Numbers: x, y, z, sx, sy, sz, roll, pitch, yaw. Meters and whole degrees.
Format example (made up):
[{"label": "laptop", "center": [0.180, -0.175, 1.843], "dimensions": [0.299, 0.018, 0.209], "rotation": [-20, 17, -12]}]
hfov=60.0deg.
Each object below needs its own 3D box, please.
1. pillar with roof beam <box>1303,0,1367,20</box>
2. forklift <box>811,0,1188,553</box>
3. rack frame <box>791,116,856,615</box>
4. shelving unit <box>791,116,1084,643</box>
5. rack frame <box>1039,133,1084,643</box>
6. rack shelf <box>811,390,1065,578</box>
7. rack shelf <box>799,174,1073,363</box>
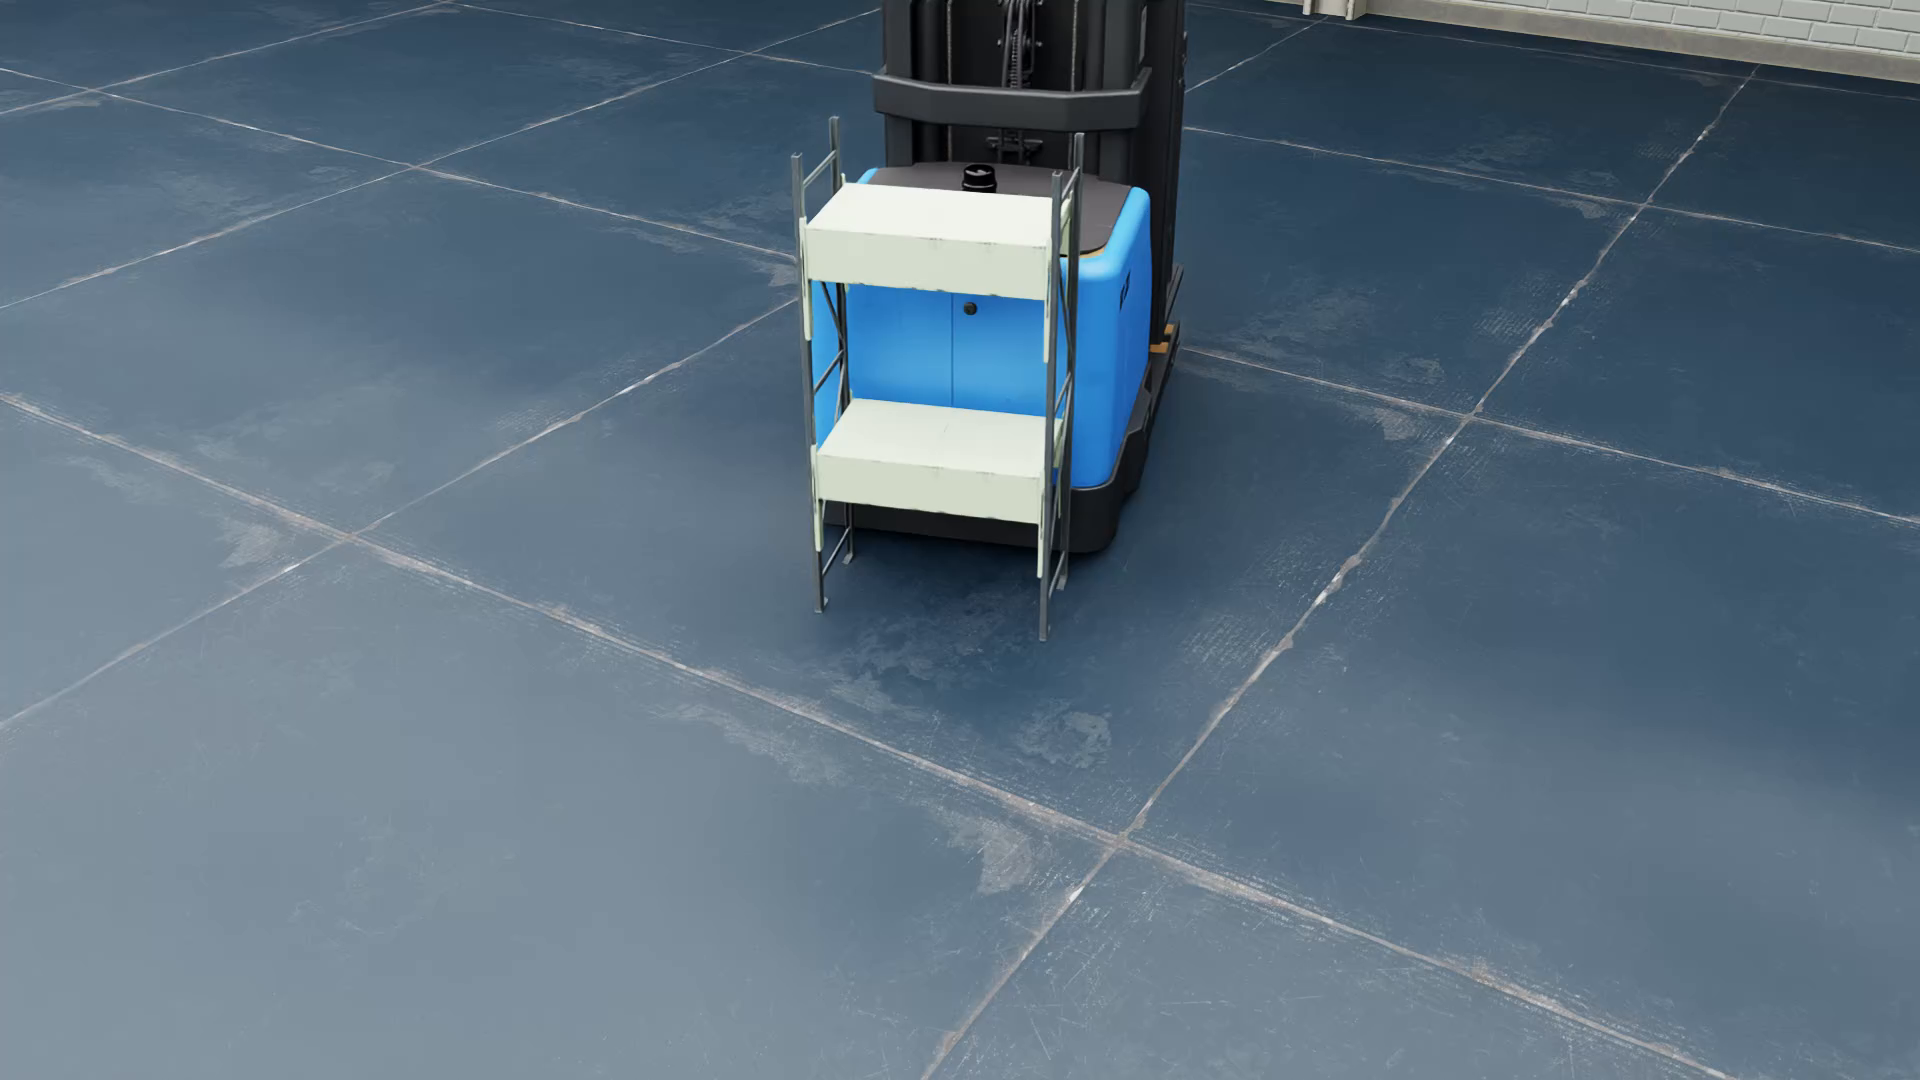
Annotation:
[{"label": "pillar with roof beam", "center": [0.548, -6.038, 7.170], "dimensions": [0.400, 9.000, 9.100], "rotation": [18, 35, 27]}, {"label": "forklift", "center": [0.313, -1.952, 6.188], "dimensions": [1.130, 2.935, 3.031], "rotation": [7, 31, 11]}, {"label": "rack frame", "center": [-0.411, -0.507, 5.131], "dimensions": [0.023, 1.500, 0.400], "rotation": [7, 31, 11]}, {"label": "shelving unit", "center": [-0.055, -0.466, 5.060], "dimensions": [0.755, 1.500, 0.431], "rotation": [7, 31, 11]}, {"label": "rack frame", "center": [0.302, -0.425, 4.989], "dimensions": [0.023, 1.500, 0.400], "rotation": [7, 31, 11]}, {"label": "rack shelf", "center": [-0.055, -0.185, 5.225], "dimensions": [0.720, 0.370, 0.431], "rotation": [7, 31, 11]}, {"label": "rack shelf", "center": [-0.055, -0.803, 4.863], "dimensions": [0.720, 0.370, 0.431], "rotation": [7, 31, 11]}]
